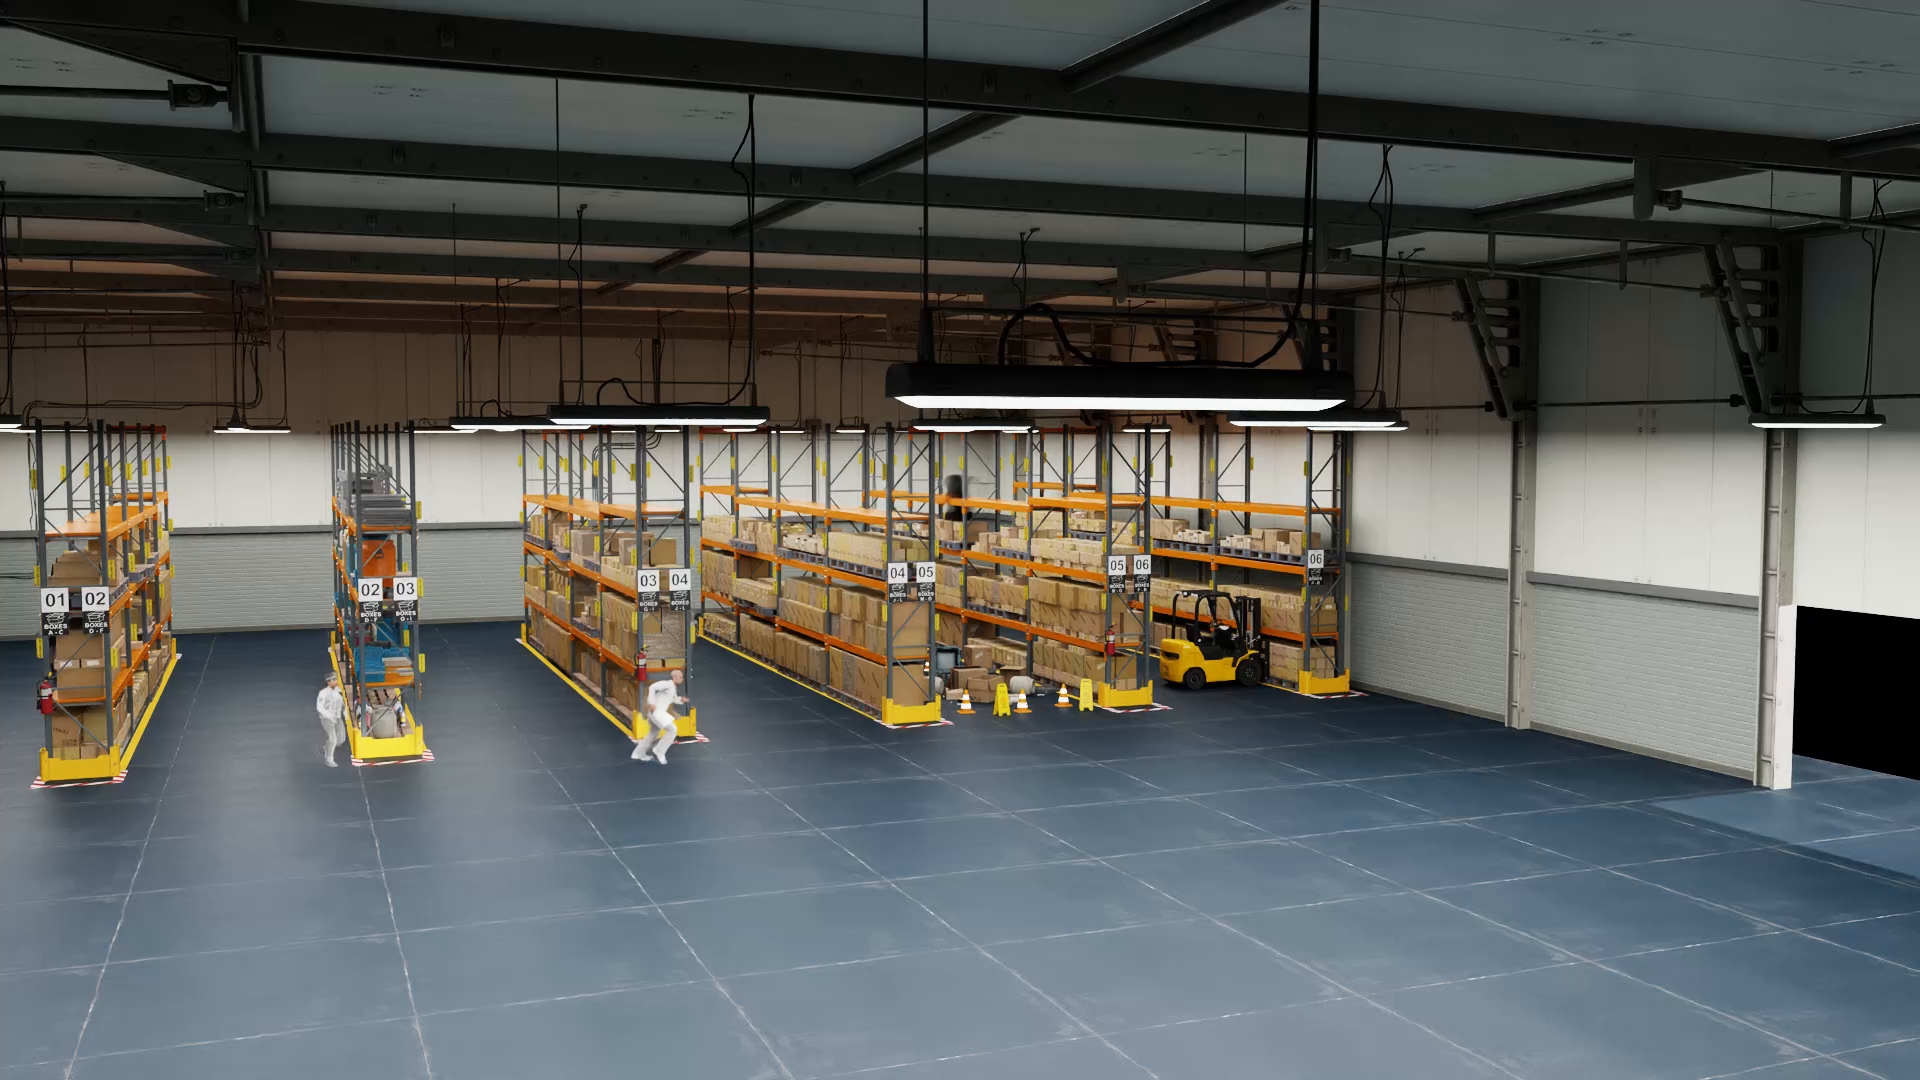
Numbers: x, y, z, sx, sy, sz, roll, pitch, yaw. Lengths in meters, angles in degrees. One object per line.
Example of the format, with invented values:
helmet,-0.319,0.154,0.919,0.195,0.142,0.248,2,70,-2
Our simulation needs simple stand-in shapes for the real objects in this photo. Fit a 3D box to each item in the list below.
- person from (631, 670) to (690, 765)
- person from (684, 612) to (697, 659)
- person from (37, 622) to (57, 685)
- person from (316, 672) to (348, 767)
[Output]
person,-5.239,3.101,28.999,1.044,1.677,0.752,0,4,5
person,-6.588,2.462,40.111,0.850,1.512,0.604,3,5,41
person,-20.936,2.470,38.384,0.597,1.774,0.833,-1,4,-15
person,-10.888,3.097,28.833,0.587,1.652,0.646,2,4,29
